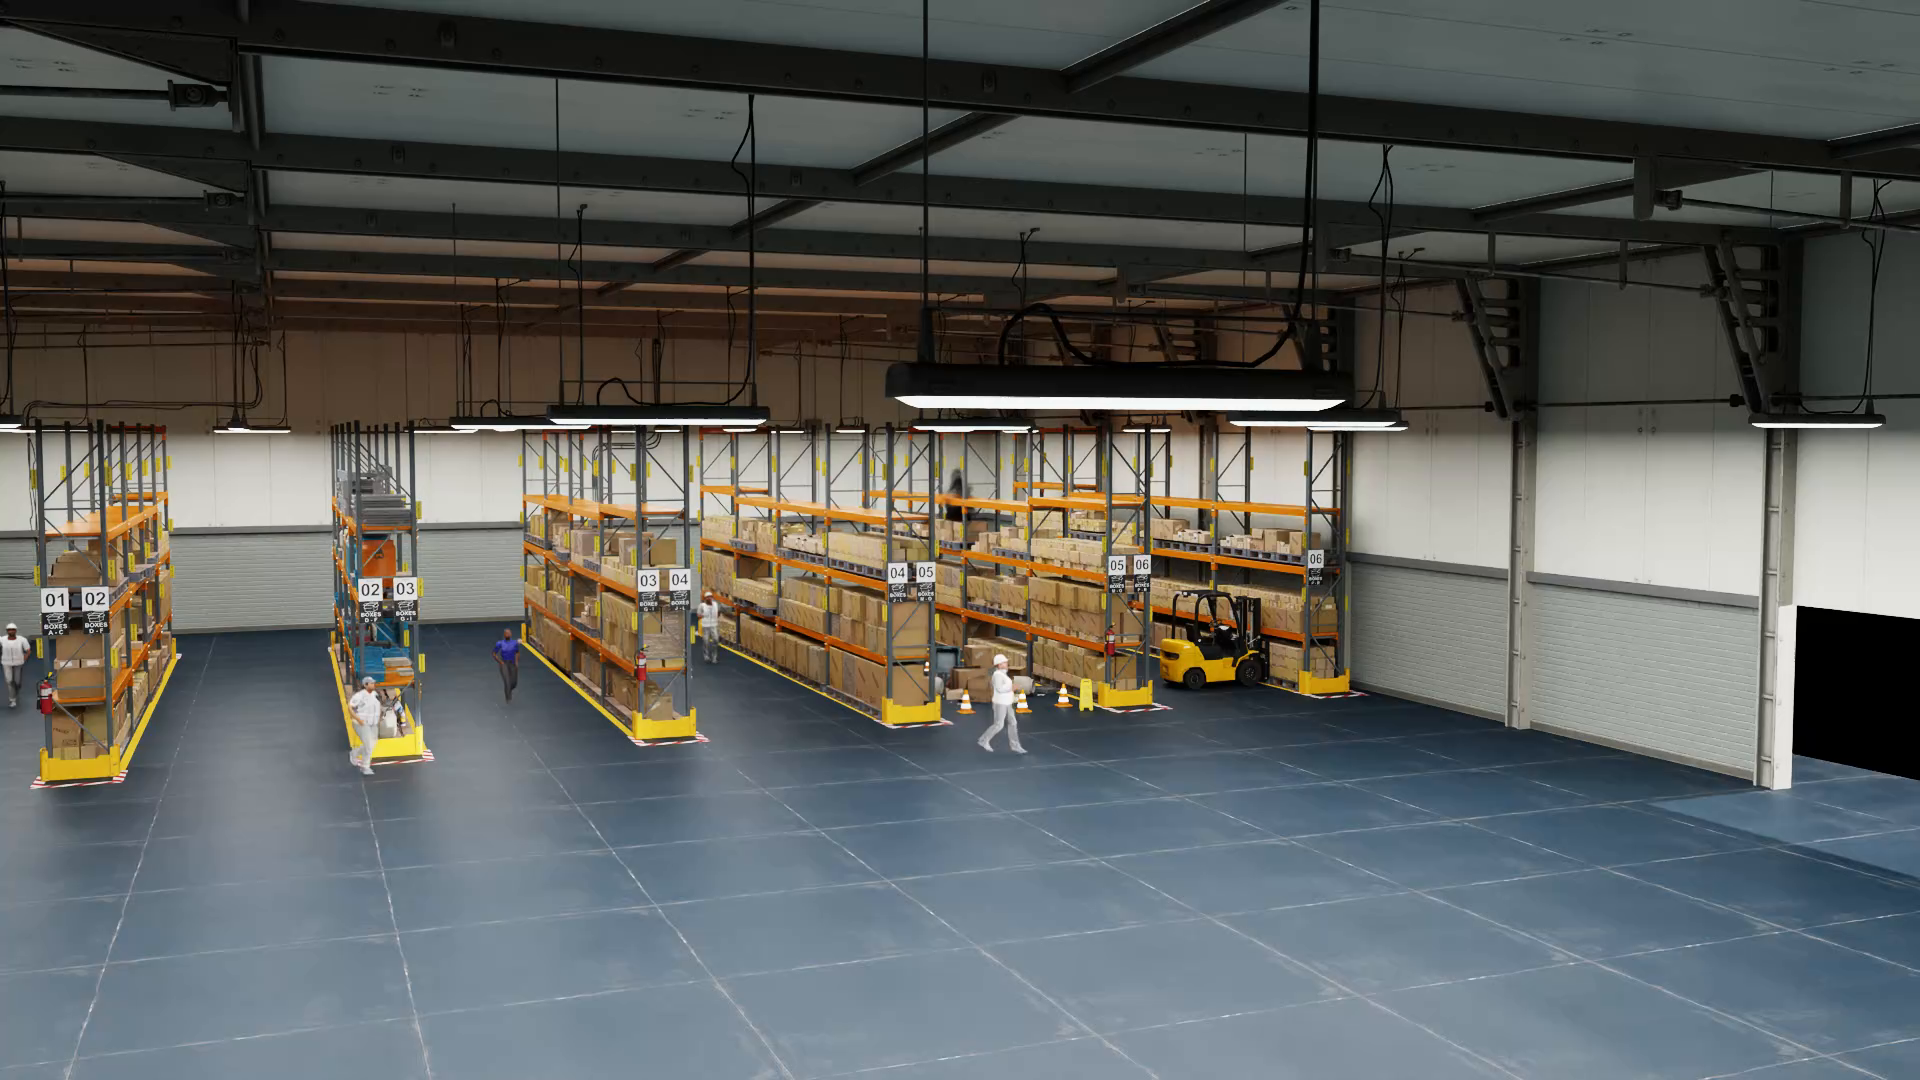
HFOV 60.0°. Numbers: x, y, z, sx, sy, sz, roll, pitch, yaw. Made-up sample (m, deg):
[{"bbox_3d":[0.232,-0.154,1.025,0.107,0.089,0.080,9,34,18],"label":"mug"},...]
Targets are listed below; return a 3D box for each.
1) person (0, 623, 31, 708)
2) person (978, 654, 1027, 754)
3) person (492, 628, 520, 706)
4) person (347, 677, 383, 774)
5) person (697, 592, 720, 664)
[{"bbox_3d":[-20.154,2.648,35.370,0.700,1.762,0.881,-2,4,-30],"label":"person"},{"bbox_3d":[0.765,2.945,29.849,0.881,1.789,0.651,1,4,16],"label":"person"},{"bbox_3d":[-9.677,2.696,35.490,0.587,1.626,0.580,-2,4,-32],"label":"person"},{"bbox_3d":[-10.173,3.149,28.427,0.597,1.633,0.635,2,4,26],"label":"person"},{"bbox_3d":[-6.310,2.215,41.945,0.659,1.827,0.715,-1,4,-20],"label":"person"}]
